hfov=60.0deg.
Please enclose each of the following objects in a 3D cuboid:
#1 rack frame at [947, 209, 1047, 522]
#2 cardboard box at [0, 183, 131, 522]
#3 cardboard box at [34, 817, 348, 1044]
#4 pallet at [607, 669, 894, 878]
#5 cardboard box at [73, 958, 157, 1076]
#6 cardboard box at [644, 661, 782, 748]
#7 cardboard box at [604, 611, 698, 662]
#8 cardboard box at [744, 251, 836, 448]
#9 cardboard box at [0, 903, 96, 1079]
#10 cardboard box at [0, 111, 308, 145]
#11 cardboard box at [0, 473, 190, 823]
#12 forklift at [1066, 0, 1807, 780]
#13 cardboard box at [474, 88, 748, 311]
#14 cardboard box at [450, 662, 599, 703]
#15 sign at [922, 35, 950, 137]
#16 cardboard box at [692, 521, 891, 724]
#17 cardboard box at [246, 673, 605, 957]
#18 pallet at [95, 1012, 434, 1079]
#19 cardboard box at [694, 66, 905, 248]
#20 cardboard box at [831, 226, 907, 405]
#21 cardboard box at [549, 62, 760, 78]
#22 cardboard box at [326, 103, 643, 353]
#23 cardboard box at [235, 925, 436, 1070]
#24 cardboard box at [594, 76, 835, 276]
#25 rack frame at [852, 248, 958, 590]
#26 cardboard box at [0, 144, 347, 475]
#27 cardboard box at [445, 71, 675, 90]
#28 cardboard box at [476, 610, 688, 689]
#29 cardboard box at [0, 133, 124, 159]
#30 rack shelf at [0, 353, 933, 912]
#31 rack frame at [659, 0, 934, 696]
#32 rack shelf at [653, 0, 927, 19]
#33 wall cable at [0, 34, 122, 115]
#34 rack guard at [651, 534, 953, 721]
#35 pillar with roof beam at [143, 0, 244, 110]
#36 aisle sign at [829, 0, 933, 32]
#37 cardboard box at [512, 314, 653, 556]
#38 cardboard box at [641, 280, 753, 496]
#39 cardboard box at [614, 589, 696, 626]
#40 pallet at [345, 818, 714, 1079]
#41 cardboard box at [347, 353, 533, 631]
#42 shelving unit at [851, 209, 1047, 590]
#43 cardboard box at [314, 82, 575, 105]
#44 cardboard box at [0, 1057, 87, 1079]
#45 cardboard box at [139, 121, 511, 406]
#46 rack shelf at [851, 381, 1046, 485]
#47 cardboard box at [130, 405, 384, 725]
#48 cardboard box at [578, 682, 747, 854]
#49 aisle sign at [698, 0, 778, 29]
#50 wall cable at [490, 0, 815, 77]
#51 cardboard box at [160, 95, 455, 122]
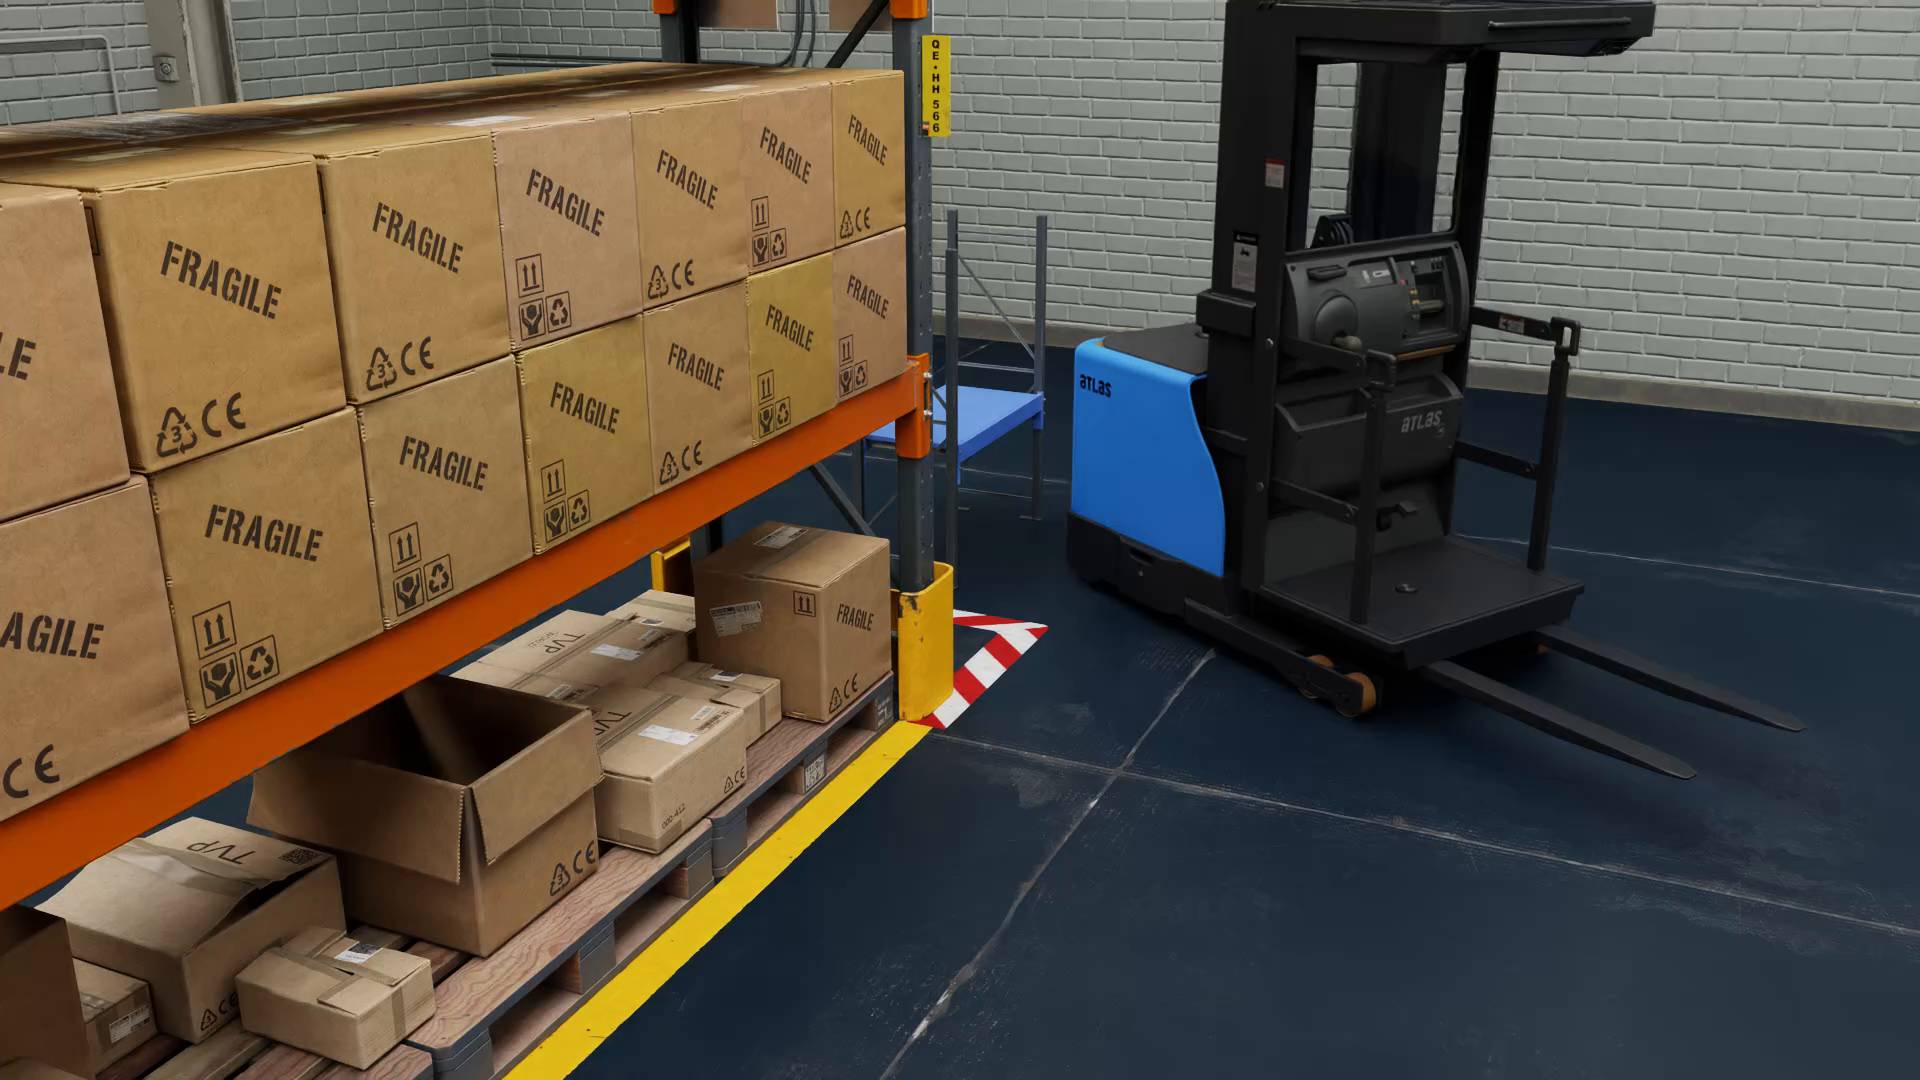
[{"bbox_3d":[0.173,-0.836,8.081,0.500,1.500,0.032,9,21,23],"label":"rack frame"},{"bbox_3d":[-1.765,-0.298,2.689,0.500,0.500,0.500,9,22,24],"label":"cardboard box"},{"bbox_3d":[-1.933,0.943,4.198,0.500,0.311,0.500,9,21,23],"label":"cardboard box"},{"bbox_3d":[-0.934,0.684,5.732,1.003,0.211,1.213,9,21,23],"label":"pallet"},{"bbox_3d":[-2.141,1.125,3.926,0.380,0.149,0.250,9,21,23],"label":"cardboard box"},{"bbox_3d":[-0.823,0.542,5.541,0.380,0.166,0.250,9,21,23],"label":"cardboard box"},{"bbox_3d":[-1.164,0.388,5.974,0.380,0.166,0.250,9,21,23],"label":"cardboard box"},{"bbox_3d":[-0.721,-0.611,5.061,0.500,0.500,0.500,9,21,23],"label":"cardboard box"},{"bbox_3d":[-2.240,1.083,3.521,0.500,0.500,0.500,9,21,23],"label":"cardboard box"},{"bbox_3d":[-1.830,-0.694,3.802,0.500,0.500,0.500,9,21,23],"label":"cardboard box"},{"bbox_3d":[-1.757,0.160,2.893,0.500,0.500,0.500,9,22,24],"label":"cardboard box"},{"bbox_3d":[1.713,-0.908,6.147,1.130,2.935,3.031,-13,23,-31],"label":"forklift"},{"bbox_3d":[-0.922,-0.928,4.460,0.500,0.500,0.500,9,22,24],"label":"cardboard box"},{"bbox_3d":[-1.468,0.624,5.185,0.500,0.250,0.500,9,21,23],"label":"cardboard box"},{"bbox_3d":[-0.079,-1.509,5.537,0.100,0.325,0.005,9,21,23],"label":"sign"},{"bbox_3d":[-0.575,0.273,5.798,0.500,0.500,0.500,9,21,23],"label":"cardboard box"},{"bbox_3d":[-1.450,0.719,4.539,0.797,0.503,0.637,9,21,23],"label":"cardboard box"},{"bbox_3d":[-1.933,1.430,3.634,1.003,0.211,1.213,9,21,23],"label":"pallet"},{"bbox_3d":[-0.508,-1.242,5.342,0.500,0.500,0.500,8,21,22],"label":"cardboard box"},{"bbox_3d":[-0.512,-0.770,5.509,0.500,0.500,0.500,9,22,24],"label":"cardboard box"},{"bbox_3d":[-0.999,-1.316,5.551,0.500,0.500,0.500,9,22,24],"label":"cardboard box"},{"bbox_3d":[-1.133,-0.771,4.019,0.500,0.500,0.500,9,22,24],"label":"cardboard box"},{"bbox_3d":[-1.500,1.089,4.003,0.380,0.166,0.250,9,21,23],"label":"cardboard box"},{"bbox_3d":[-0.714,-1.087,4.908,0.500,0.500,0.500,9,22,24],"label":"cardboard box"},{"bbox_3d":[-0.243,-0.525,7.207,0.500,1.500,0.032,9,21,23],"label":"rack frame"},{"bbox_3d":[-1.554,-0.456,3.133,0.500,0.500,0.500,8,21,21],"label":"cardboard box"},{"bbox_3d":[-1.206,-1.155,5.099,0.500,0.500,0.500,9,21,23],"label":"cardboard box"},{"bbox_3d":[-1.263,0.471,5.615,0.500,0.250,0.500,9,21,23],"label":"cardboard box"},{"bbox_3d":[-2.037,-0.540,3.369,0.500,0.500,0.500,8,21,22],"label":"cardboard box"},{"bbox_3d":[-1.396,0.053,4.417,1.077,0.370,4.000,9,21,23],"label":"rack shelf"},{"bbox_3d":[-0.577,-0.897,6.015,1.000,3.000,0.127,9,21,23],"label":"rack frame"},{"bbox_3d":[-1.396,-1.360,3.914,1.077,0.370,4.000,9,21,23],"label":"rack shelf"},{"bbox_3d":[-5.436,-2.576,9.219,0.084,1.984,1.851,9,21,23],"label":"wall cable"},{"bbox_3d":[-0.608,0.304,6.369,1.175,0.500,0.348,9,21,23],"label":"rack guard"},{"bbox_3d":[-0.854,-4.756,7.912,9.100,9.000,0.400,9,21,23],"label":"pillar with roof beam"},{"bbox_3d":[-0.269,-2.101,5.520,0.394,0.787,0.004,9,21,23],"label":"aisle sign"},{"bbox_3d":[-1.137,-0.305,4.201,0.500,0.500,0.500,8,21,22],"label":"cardboard box"},{"bbox_3d":[-0.930,-0.459,4.635,0.500,0.500,0.500,9,21,23],"label":"cardboard box"},{"bbox_3d":[-1.062,0.319,6.192,0.380,0.149,0.250,9,21,23],"label":"cardboard box"},{"bbox_3d":[-1.434,1.055,4.687,1.003,0.211,1.213,9,21,23],"label":"pallet"},{"bbox_3d":[-1.344,-0.150,3.764,0.500,0.500,0.500,8,21,22],"label":"cardboard box"},{"bbox_3d":[-0.035,-0.681,7.644,0.538,1.500,1.048,9,21,23],"label":"shelving unit"},{"bbox_3d":[-1.416,-1.003,4.671,0.500,0.500,0.500,9,21,23],"label":"cardboard box"},{"bbox_3d":[-1.846,1.286,3.231,0.500,0.311,0.500,9,21,23],"label":"cardboard box"},{"bbox_3d":[-1.343,-0.613,3.575,0.500,0.500,0.500,8,21,21],"label":"cardboard box"},{"bbox_3d":[-0.035,-0.511,7.704,0.538,0.185,1.000,9,21,23],"label":"rack shelf"},{"bbox_3d":[-1.551,0.003,3.335,0.500,0.500,0.500,9,21,24],"label":"cardboard box"},{"bbox_3d":[-0.991,0.677,5.035,0.500,0.250,0.500,9,21,23],"label":"cardboard box"},{"bbox_3d":[-0.817,-2.183,5.752,0.394,0.787,0.004,9,21,23],"label":"aisle sign"},{"bbox_3d":[-2.455,-4.619,12.162,3.097,2.526,0.112,9,21,23],"label":"wall cable"},{"bbox_3d":[-1.623,-0.848,4.234,0.500,0.500,0.500,8,21,22],"label":"cardboard box"}]
